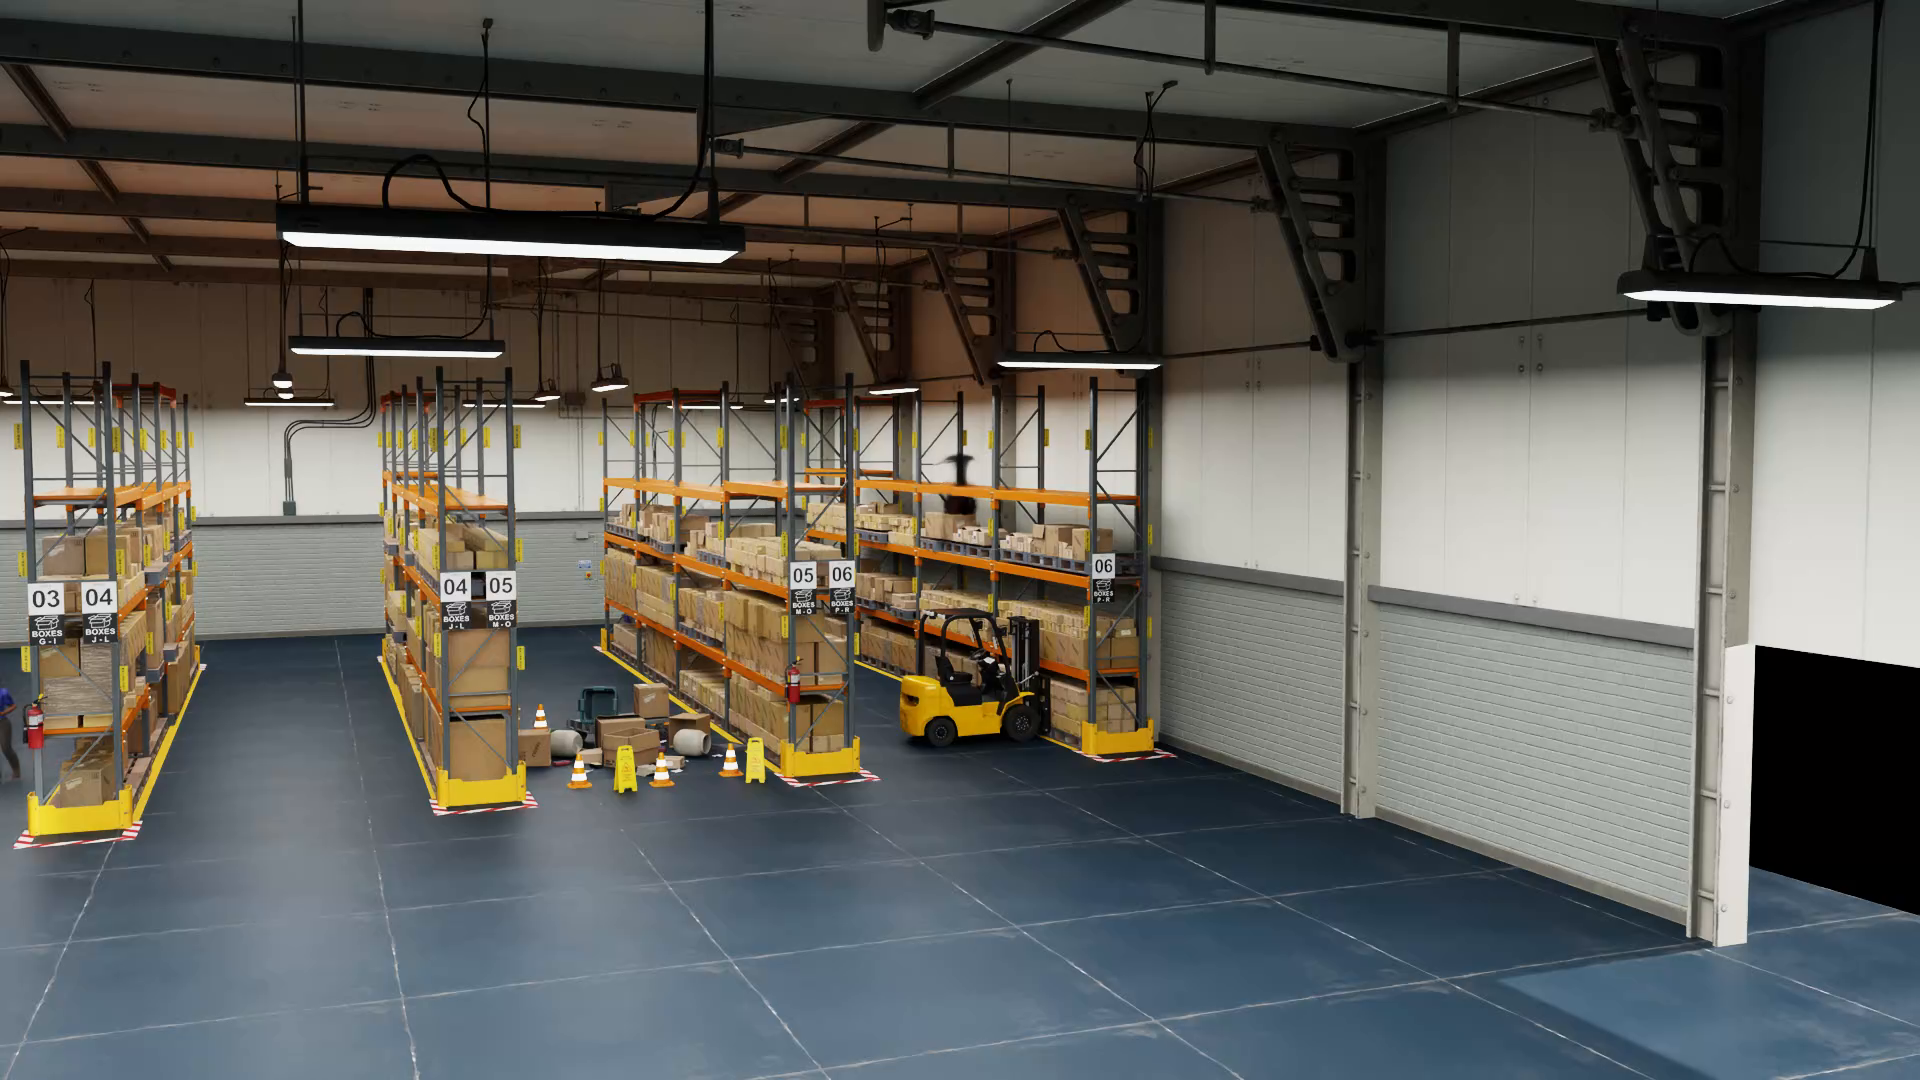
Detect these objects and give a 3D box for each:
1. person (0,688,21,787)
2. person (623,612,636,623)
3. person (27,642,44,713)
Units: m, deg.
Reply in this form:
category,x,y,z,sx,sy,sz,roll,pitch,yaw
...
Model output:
category,x,y,z,sx,sy,sz,roll,pitch,yaw
person,-13.972,2.720,24.075,0.577,1.630,0.841,-1,4,-19
person,-8.474,1.591,43.190,0.790,1.618,0.620,-3,4,-39
person,-16.704,2.346,30.259,0.578,1.631,0.605,-1,4,-23
